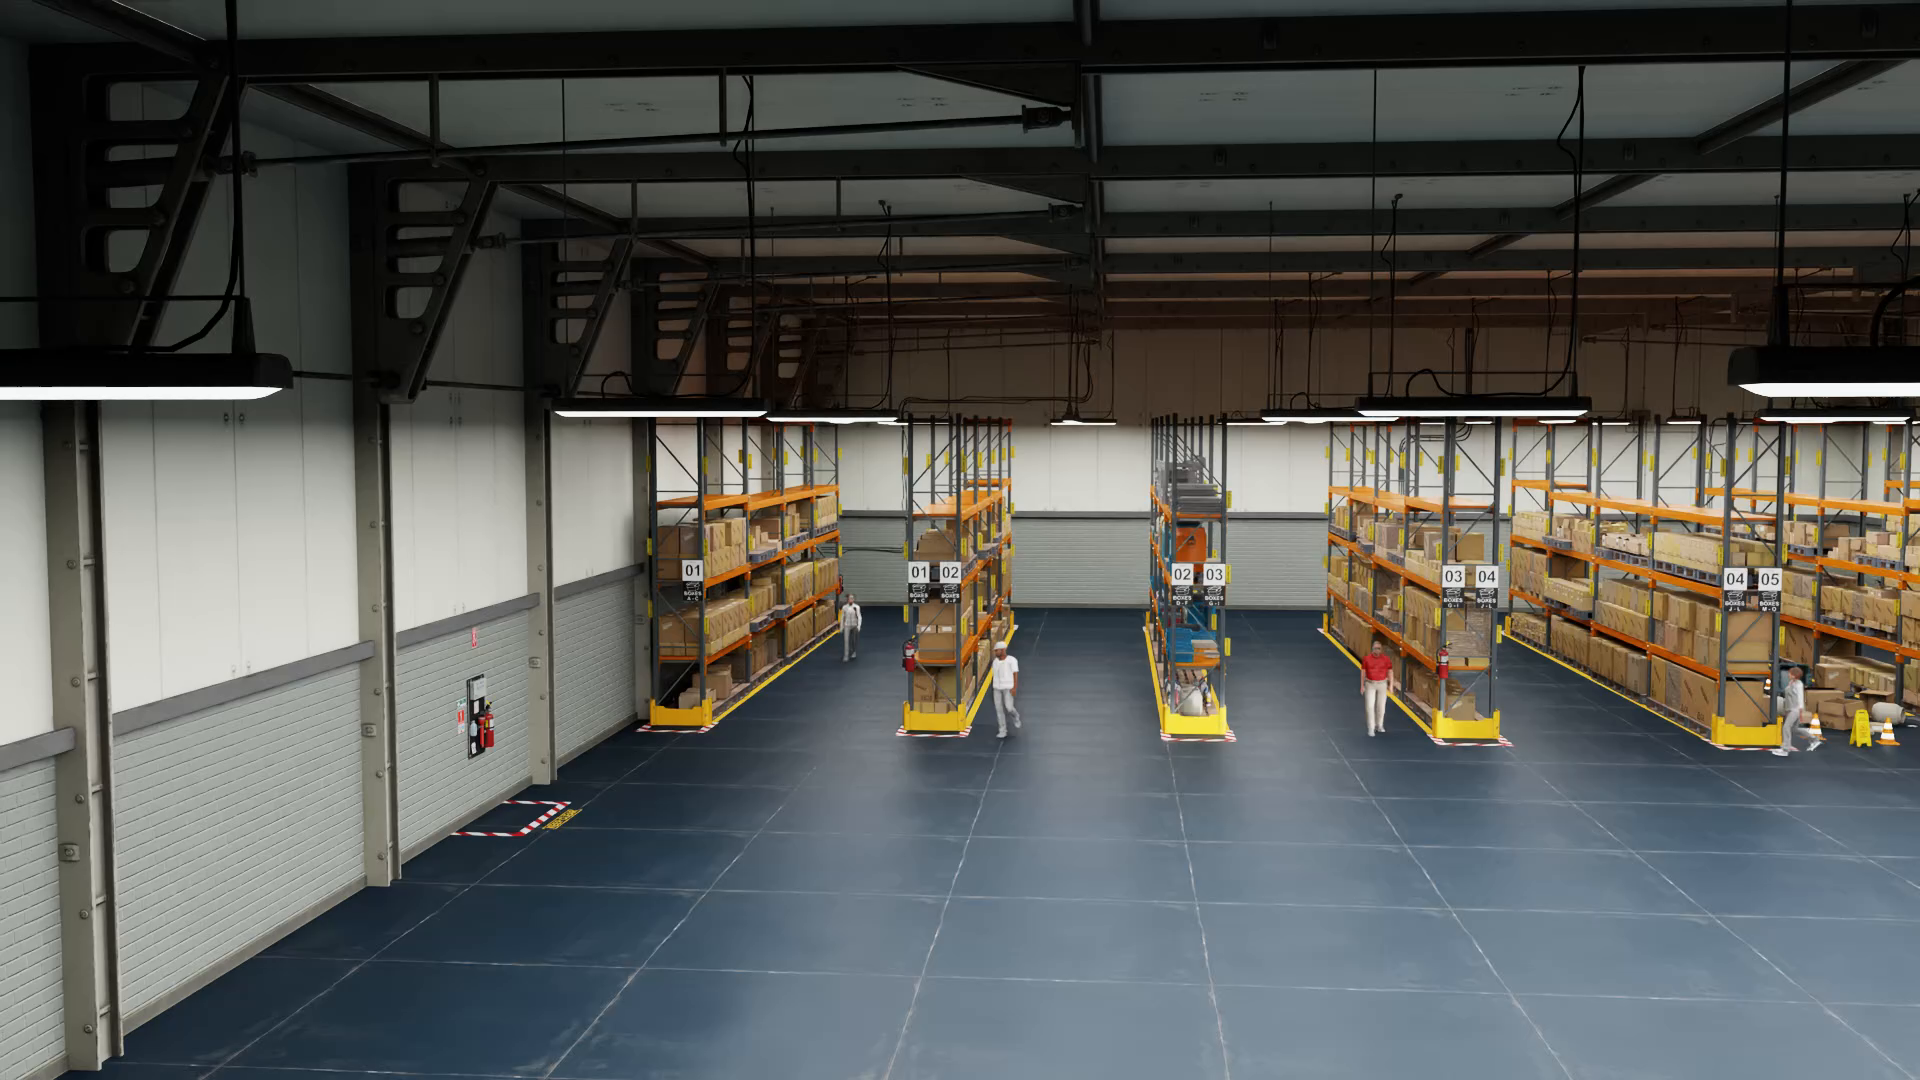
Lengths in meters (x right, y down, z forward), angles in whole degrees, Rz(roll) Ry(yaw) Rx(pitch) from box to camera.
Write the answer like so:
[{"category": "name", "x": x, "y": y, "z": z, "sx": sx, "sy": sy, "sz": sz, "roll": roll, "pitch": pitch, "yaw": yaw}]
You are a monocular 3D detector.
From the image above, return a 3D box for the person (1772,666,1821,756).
[{"category": "person", "x": 14.601, "y": 2.982, "z": 28.957, "sx": 0.847, "sy": 1.550, "sz": 0.415, "roll": 0, "pitch": 4, "yaw": 7}]

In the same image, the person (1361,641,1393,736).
[{"category": "person", "x": 7.815, "y": 2.787, "z": 31.150, "sx": 0.583, "sy": 1.781, "sz": 0.584, "roll": 1, "pitch": 4, "yaw": 9}]

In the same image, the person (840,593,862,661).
[{"category": "person", "x": -2.691, "y": 2.121, "z": 40.988, "sx": 0.538, "sy": 1.624, "sz": 1.022, "roll": 0, "pitch": 4, "yaw": -4}]

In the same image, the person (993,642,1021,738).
[{"category": "person", "x": 0.819, "y": 2.770, "z": 30.932, "sx": 0.613, "sy": 1.734, "sz": 0.706, "roll": 2, "pitch": 5, "yaw": 32}]
